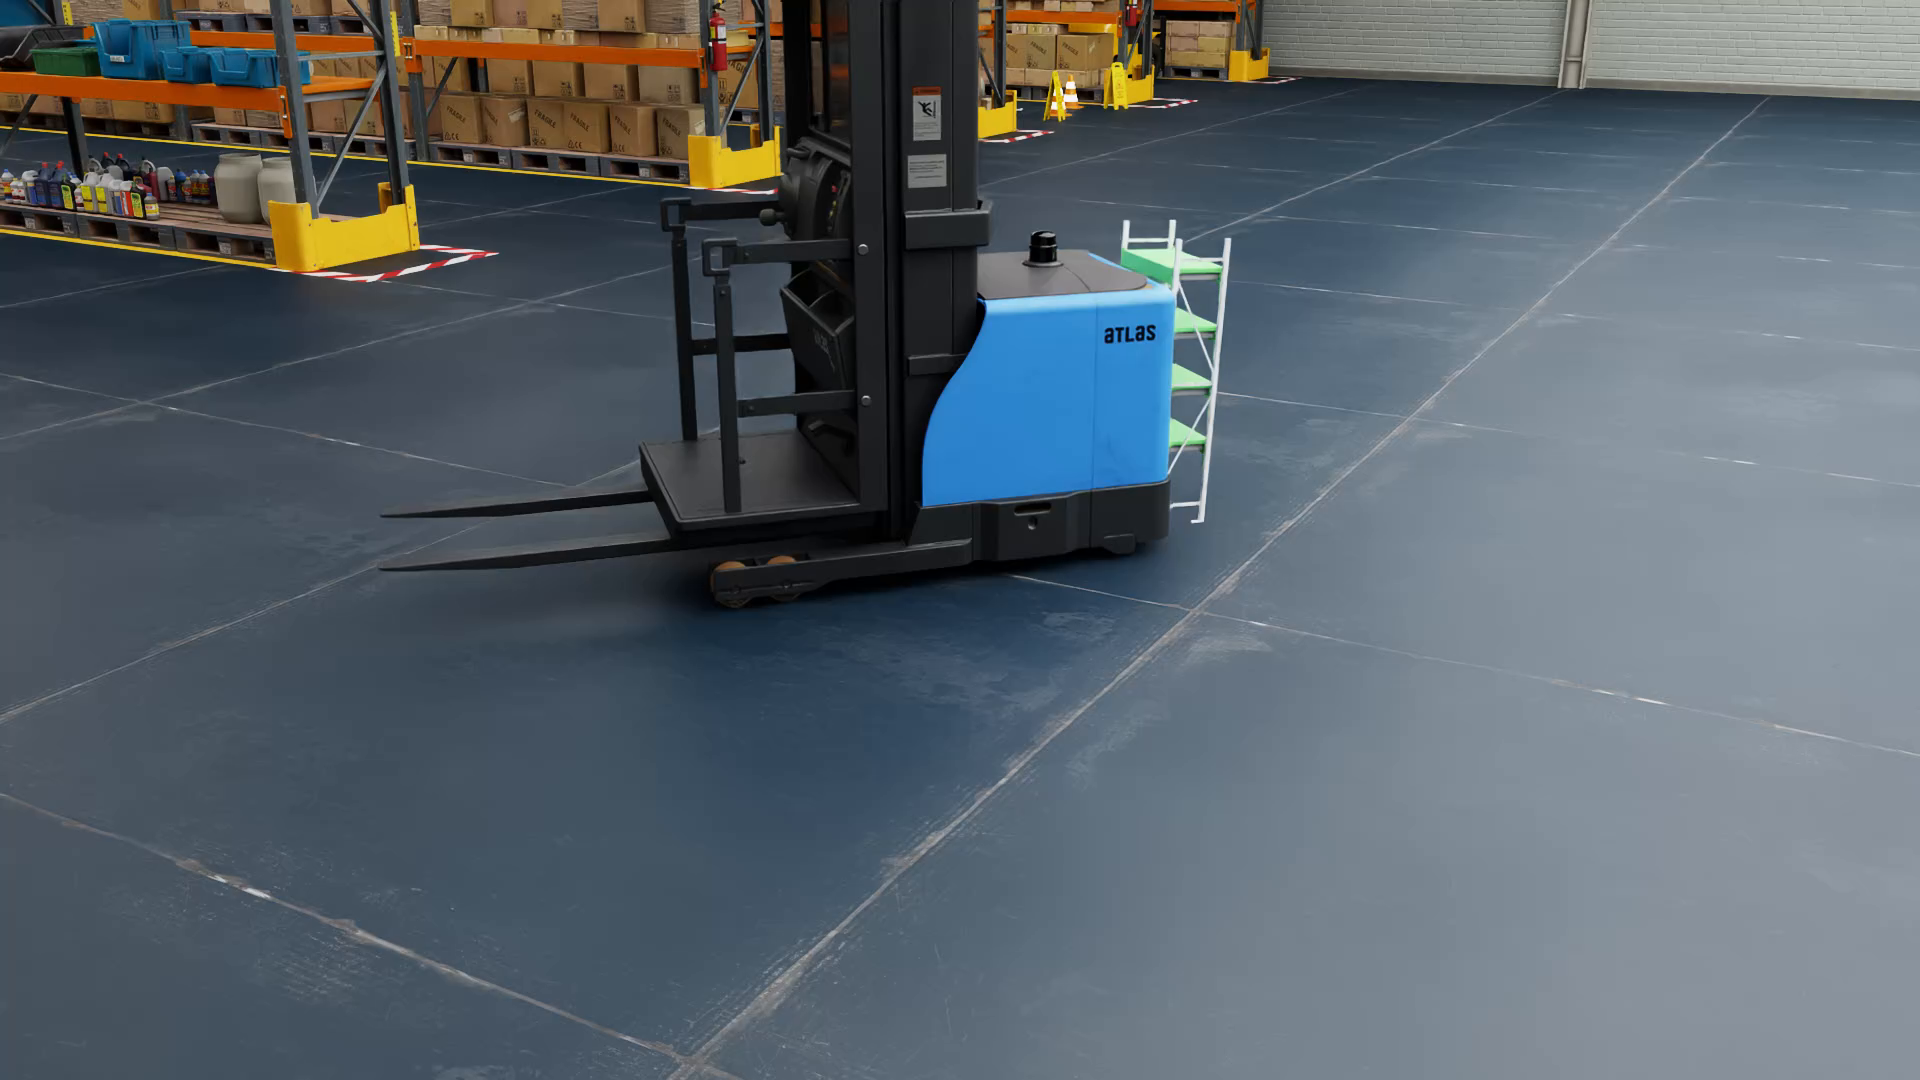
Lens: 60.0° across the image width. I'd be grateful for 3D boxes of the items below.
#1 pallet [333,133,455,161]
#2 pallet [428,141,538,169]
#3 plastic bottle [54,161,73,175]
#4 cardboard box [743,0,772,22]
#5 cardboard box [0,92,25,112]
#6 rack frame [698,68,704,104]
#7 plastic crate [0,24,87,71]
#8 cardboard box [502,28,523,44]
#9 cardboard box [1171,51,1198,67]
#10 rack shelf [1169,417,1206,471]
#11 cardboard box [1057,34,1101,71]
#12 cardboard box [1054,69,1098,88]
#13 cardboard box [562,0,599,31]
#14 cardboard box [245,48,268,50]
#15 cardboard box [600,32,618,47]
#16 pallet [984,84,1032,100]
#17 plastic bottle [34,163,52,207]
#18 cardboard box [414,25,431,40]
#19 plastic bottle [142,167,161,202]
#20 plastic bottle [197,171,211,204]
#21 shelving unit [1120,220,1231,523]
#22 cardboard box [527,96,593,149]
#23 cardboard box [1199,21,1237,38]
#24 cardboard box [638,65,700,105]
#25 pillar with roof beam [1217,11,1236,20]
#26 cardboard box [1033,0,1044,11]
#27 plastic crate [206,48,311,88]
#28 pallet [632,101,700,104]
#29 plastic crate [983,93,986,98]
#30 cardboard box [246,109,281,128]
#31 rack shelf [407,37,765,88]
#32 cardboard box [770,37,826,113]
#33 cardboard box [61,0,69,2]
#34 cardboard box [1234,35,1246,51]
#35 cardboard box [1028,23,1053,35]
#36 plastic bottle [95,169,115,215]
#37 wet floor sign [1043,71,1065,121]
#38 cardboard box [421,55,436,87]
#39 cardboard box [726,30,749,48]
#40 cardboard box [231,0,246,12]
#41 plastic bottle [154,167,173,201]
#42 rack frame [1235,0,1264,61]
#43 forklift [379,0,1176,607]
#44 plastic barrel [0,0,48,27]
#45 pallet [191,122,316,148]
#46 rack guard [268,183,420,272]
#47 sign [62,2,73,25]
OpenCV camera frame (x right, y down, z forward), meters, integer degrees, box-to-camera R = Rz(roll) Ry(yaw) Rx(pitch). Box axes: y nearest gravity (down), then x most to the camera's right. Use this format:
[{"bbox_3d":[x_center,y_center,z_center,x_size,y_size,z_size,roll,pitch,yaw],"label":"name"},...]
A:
[{"bbox_3d":[-6.390,-4.555,19.112,1.213,0.211,1.003,11,23,27],"label":"pallet"},{"bbox_3d":[-5.106,-4.324,18.477,1.213,0.211,1.003,11,23,27],"label":"pallet"},{"bbox_3d":[-7.553,-3.009,14.000,0.185,0.351,0.144,11,23,27],"label":"plastic bottle"},{"bbox_3d":[-2.383,-7.124,21.886,0.550,0.550,0.875,11,23,27],"label":"cardboard box"},{"bbox_3d":[-12.125,-6.165,21.962,0.875,0.875,1.225,11,23,27],"label":"cardboard box"},{"bbox_3d":[-3.202,-7.196,22.305,0.127,3.000,1.000,11,23,27],"label":"rack frame"},{"bbox_3d":[-7.730,-4.108,13.882,0.504,0.338,0.767,11,23,27],"label":"plastic crate"},{"bbox_3d":[-4.565,-5.293,17.425,0.250,0.149,0.380,11,23,27],"label":"cardboard box"},{"bbox_3d":[4.039,-8.474,29.244,0.500,0.250,0.500,11,23,27],"label":"cardboard box"},{"bbox_3d":[0.851,-0.428,7.159,0.258,0.148,0.480,-4,20,-20],"label":"rack shelf"},{"bbox_3d":[1.789,-7.334,25.002,0.500,0.500,0.500,11,23,28],"label":"cardboard box"},{"bbox_3d":[1.758,-6.985,25.138,0.500,0.250,0.500,11,23,27],"label":"cardboard box"},{"bbox_3d":[-3.595,-5.501,17.049,0.500,0.500,0.875,11,23,27],"label":"cardboard box"},{"bbox_3d":[-11.276,-7.782,26.611,0.250,0.149,0.380,12,23,29],"label":"cardboard box"},{"bbox_3d":[-3.437,-5.107,16.914,0.250,0.149,0.380,11,23,27],"label":"cardboard box"},{"bbox_3d":[0.796,-7.072,26.052,1.213,0.211,1.003,11,23,27],"label":"pallet"},{"bbox_3d":[-7.623,-2.966,13.882,0.185,0.351,0.144,11,23,29],"label":"plastic bottle"},{"bbox_3d":[-5.669,-5.493,17.978,0.250,0.149,0.380,11,23,27],"label":"cardboard box"},{"bbox_3d":[-6.884,-3.025,14.144,0.133,0.283,0.061,11,23,27],"label":"plastic bottle"},{"bbox_3d":[-6.363,-2.972,14.016,0.097,0.271,0.097,0,20,0],"label":"plastic bottle"},{"bbox_3d":[0.865,-0.715,7.060,0.258,1.200,0.503,-4,20,-20],"label":"shelving unit"},{"bbox_3d":[-4.296,-4.508,17.942,0.500,0.500,0.500,9,22,23],"label":"cardboard box"},{"bbox_3d":[4.479,-8.858,28.837,0.500,0.250,0.500,12,23,29],"label":"cardboard box"},{"bbox_3d":[-3.788,-6.413,22.828,0.750,0.750,1.050,11,23,27],"label":"cardboard box"},{"bbox_3d":[2.765,-11.422,25.158,0.400,9.000,9.100,11,23,27],"label":"pillar with roof beam"},{"bbox_3d":[1.301,-8.078,25.105,0.250,0.149,0.380,11,23,28],"label":"cardboard box"},{"bbox_3d":[-5.216,-3.521,12.391,0.616,0.251,0.499,11,23,27],"label":"plastic crate"},{"bbox_3d":[-3.913,-5.991,23.072,1.213,0.211,1.003,11,23,27],"label":"pallet"},{"bbox_3d":[0.094,-6.809,25.519,0.583,0.080,0.402,3,20,9],"label":"plastic crate"},{"bbox_3d":[-8.117,-5.240,19.931,0.500,0.500,0.700,9,22,23],"label":"cardboard box"},{"bbox_3d":[-3.964,-5.066,17.486,4.000,0.370,1.077,11,23,27],"label":"rack shelf"},{"bbox_3d":[-1.899,-6.121,21.840,0.875,0.875,0.875,11,23,28],"label":"cardboard box"},{"bbox_3d":[-11.084,-6.712,20.823,0.500,0.500,0.500,11,23,28],"label":"cardboard box"},{"bbox_3d":[4.724,-8.780,29.353,0.500,0.250,0.500,11,23,28],"label":"cardboard box"},{"bbox_3d":[1.218,-7.723,25.123,0.250,0.149,0.380,11,23,28],"label":"cardboard box"},{"bbox_3d":[-6.925,-2.833,13.515,0.185,0.351,0.144,12,23,30],"label":"plastic bottle"},{"bbox_3d":[1.280,-6.009,22.484,0.232,0.644,0.267,7,21,18],"label":"wet floor sign"},{"bbox_3d":[-7.848,-7.003,24.821,0.500,0.500,0.500,12,23,29],"label":"cardboard box"},{"bbox_3d":[-2.350,-5.072,16.816,0.250,0.149,0.380,11,23,27],"label":"cardboard box"},{"bbox_3d":[-8.175,-6.505,19.637,0.500,0.500,0.700,15,25,35],"label":"cardboard box"},{"bbox_3d":[-6.833,-3.053,14.233,0.135,0.276,0.152,11,23,28],"label":"plastic bottle"},{"bbox_3d":[5.033,-9.500,28.655,0.127,3.000,1.000,11,23,27],"label":"rack frame"},{"bbox_3d":[-0.730,-1.330,6.233,3.031,2.935,1.130,-6,21,-17],"label":"forklift"},{"bbox_3d":[-8.315,-4.652,14.556,0.708,0.901,0.600,11,23,27],"label":"plastic barrel"},{"bbox_3d":[-8.520,-4.960,20.230,1.213,0.211,1.003,11,23,27],"label":"pallet"},{"bbox_3d":[-4.722,-2.420,12.804,0.348,0.500,1.175,11,23,27],"label":"rack guard"},{"bbox_3d":[-7.847,-4.554,14.615,0.005,0.325,0.100,11,23,27],"label":"sign"}]
